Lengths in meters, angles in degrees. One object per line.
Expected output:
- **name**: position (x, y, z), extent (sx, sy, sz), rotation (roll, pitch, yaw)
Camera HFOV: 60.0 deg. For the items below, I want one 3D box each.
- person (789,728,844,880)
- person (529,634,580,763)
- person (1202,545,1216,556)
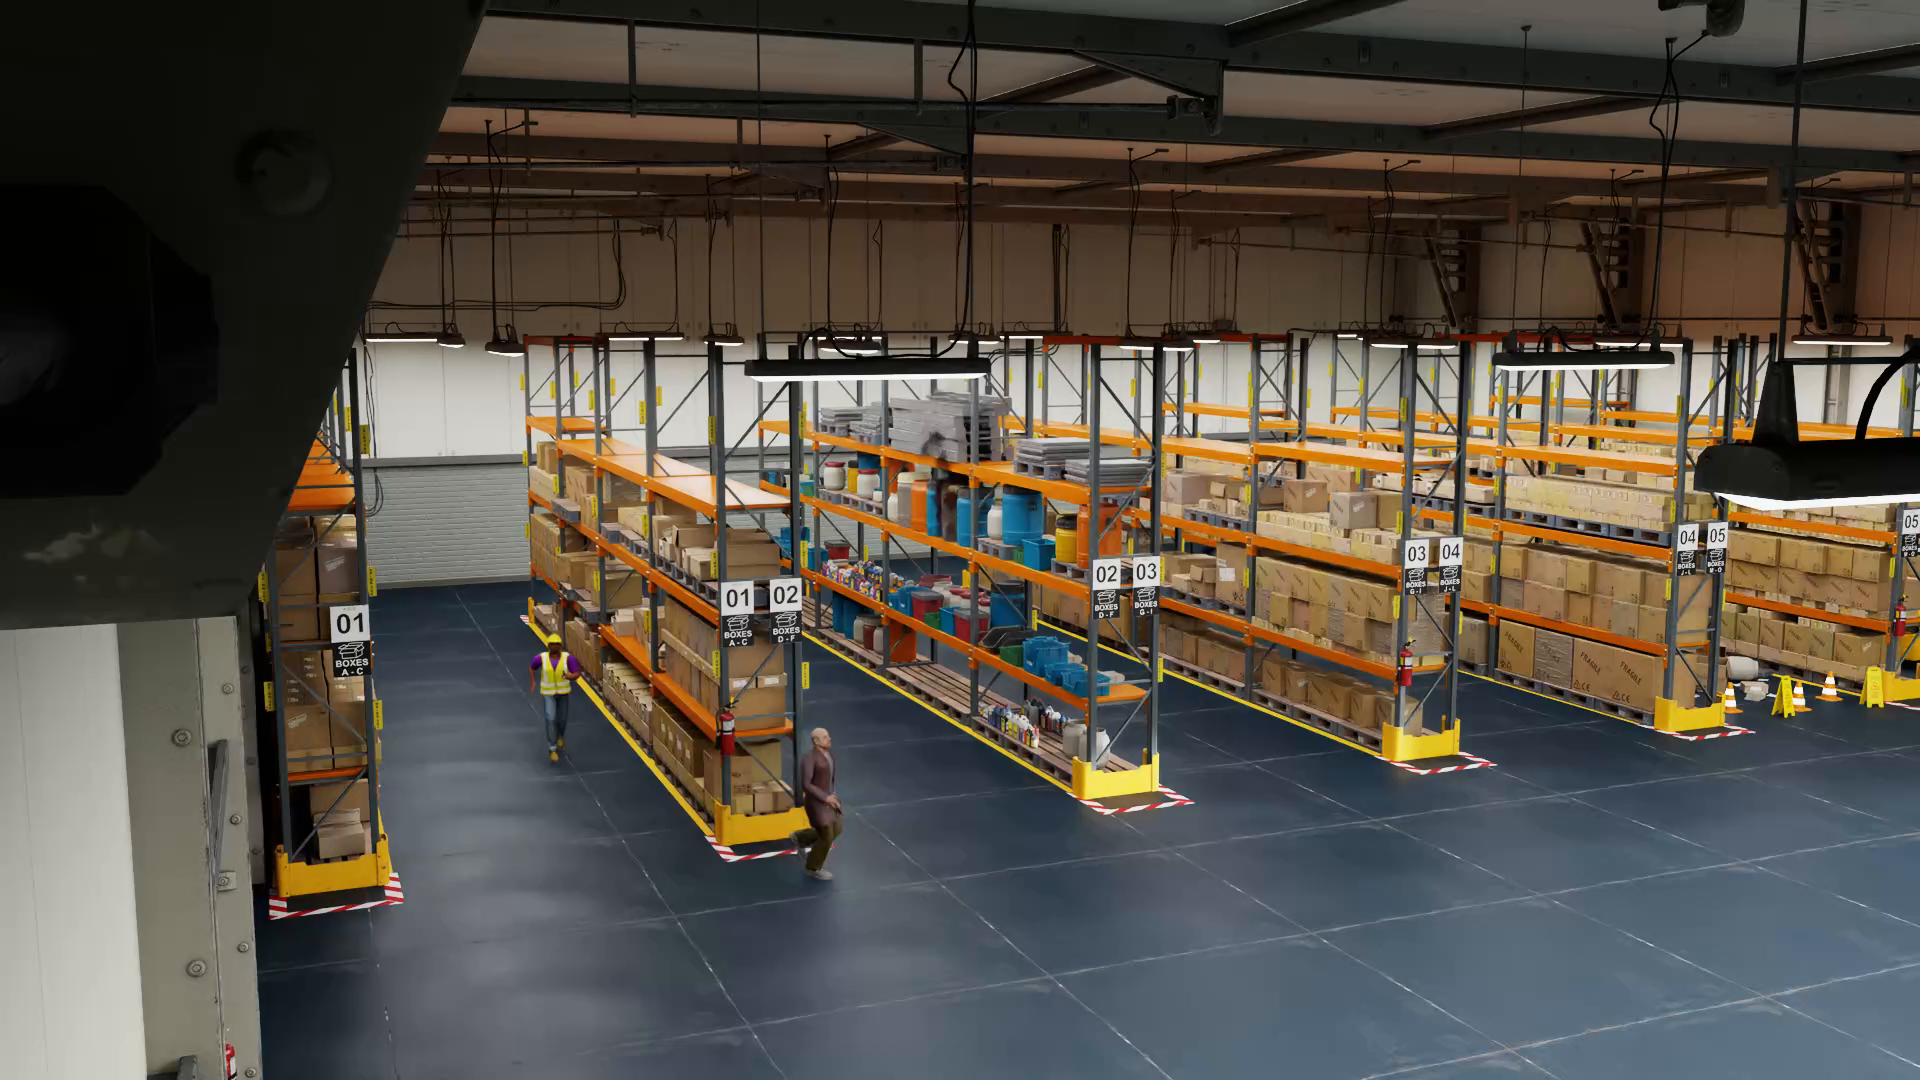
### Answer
- **person**: position (-1.626, 2.979, 18.911), extent (0.706, 1.753, 0.738), rotation (3, 8, 18)
- **person**: position (-5.846, 2.236, 24.055), extent (0.692, 1.781, 0.922), rotation (-3, 8, -20)
- **person**: position (6.350, 0.053, 41.341), extent (0.674, 1.660, 0.684), rotation (4, 9, 29)
